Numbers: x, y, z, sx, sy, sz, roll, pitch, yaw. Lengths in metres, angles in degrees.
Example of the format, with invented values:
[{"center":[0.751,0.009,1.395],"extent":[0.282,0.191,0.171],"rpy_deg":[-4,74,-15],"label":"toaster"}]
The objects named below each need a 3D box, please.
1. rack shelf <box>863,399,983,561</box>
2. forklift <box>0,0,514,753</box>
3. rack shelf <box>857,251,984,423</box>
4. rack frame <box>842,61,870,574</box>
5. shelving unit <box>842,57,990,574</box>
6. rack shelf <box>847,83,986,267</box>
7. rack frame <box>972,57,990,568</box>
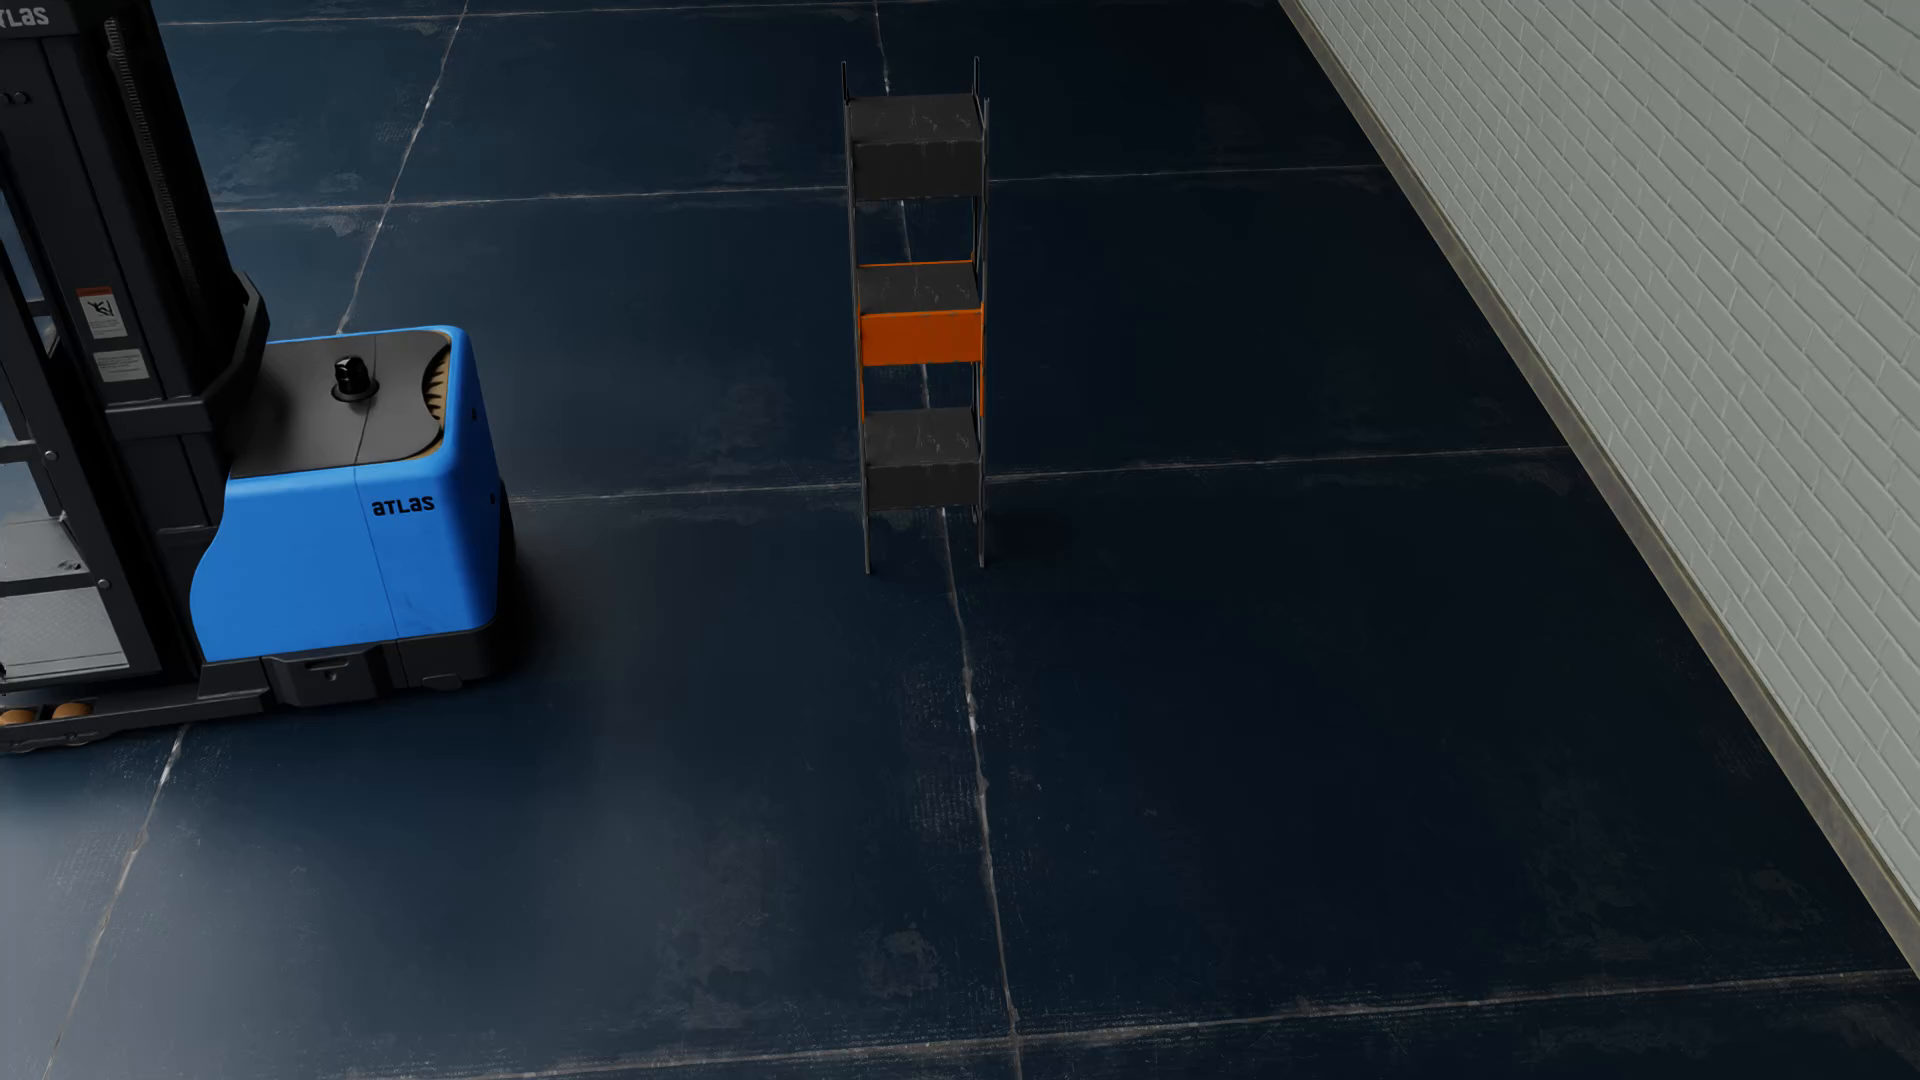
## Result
[{"center":[-0.165,-0.255,7.030],"extent":[0.480,0.518,0.431],"rpy_deg":[-3,38,-4],"label":"rack shelf"},{"center":[-3.338,-0.709,5.782],"extent":[3.031,2.935,1.130],"rpy_deg":[-7,39,-9],"label":"forklift"},{"center":[-0.165,-0.805,6.597],"extent":[0.480,0.518,0.431],"rpy_deg":[-3,38,-4],"label":"rack shelf"},{"center":[-0.408,-0.802,6.571],"extent":[0.015,2.100,0.400],"rpy_deg":[-3,38,-4],"label":"rack frame"},{"center":[-0.165,-0.815,6.588],"extent":[0.503,2.100,0.431],"rpy_deg":[-3,38,-4],"label":"shelving unit"},{"center":[-0.165,-1.354,6.163],"extent":[0.480,0.518,0.431],"rpy_deg":[-3,38,-4],"label":"rack shelf"},{"center":[0.078,-0.829,6.605],"extent":[0.015,2.100,0.400],"rpy_deg":[-3,38,-4],"label":"rack frame"}]
